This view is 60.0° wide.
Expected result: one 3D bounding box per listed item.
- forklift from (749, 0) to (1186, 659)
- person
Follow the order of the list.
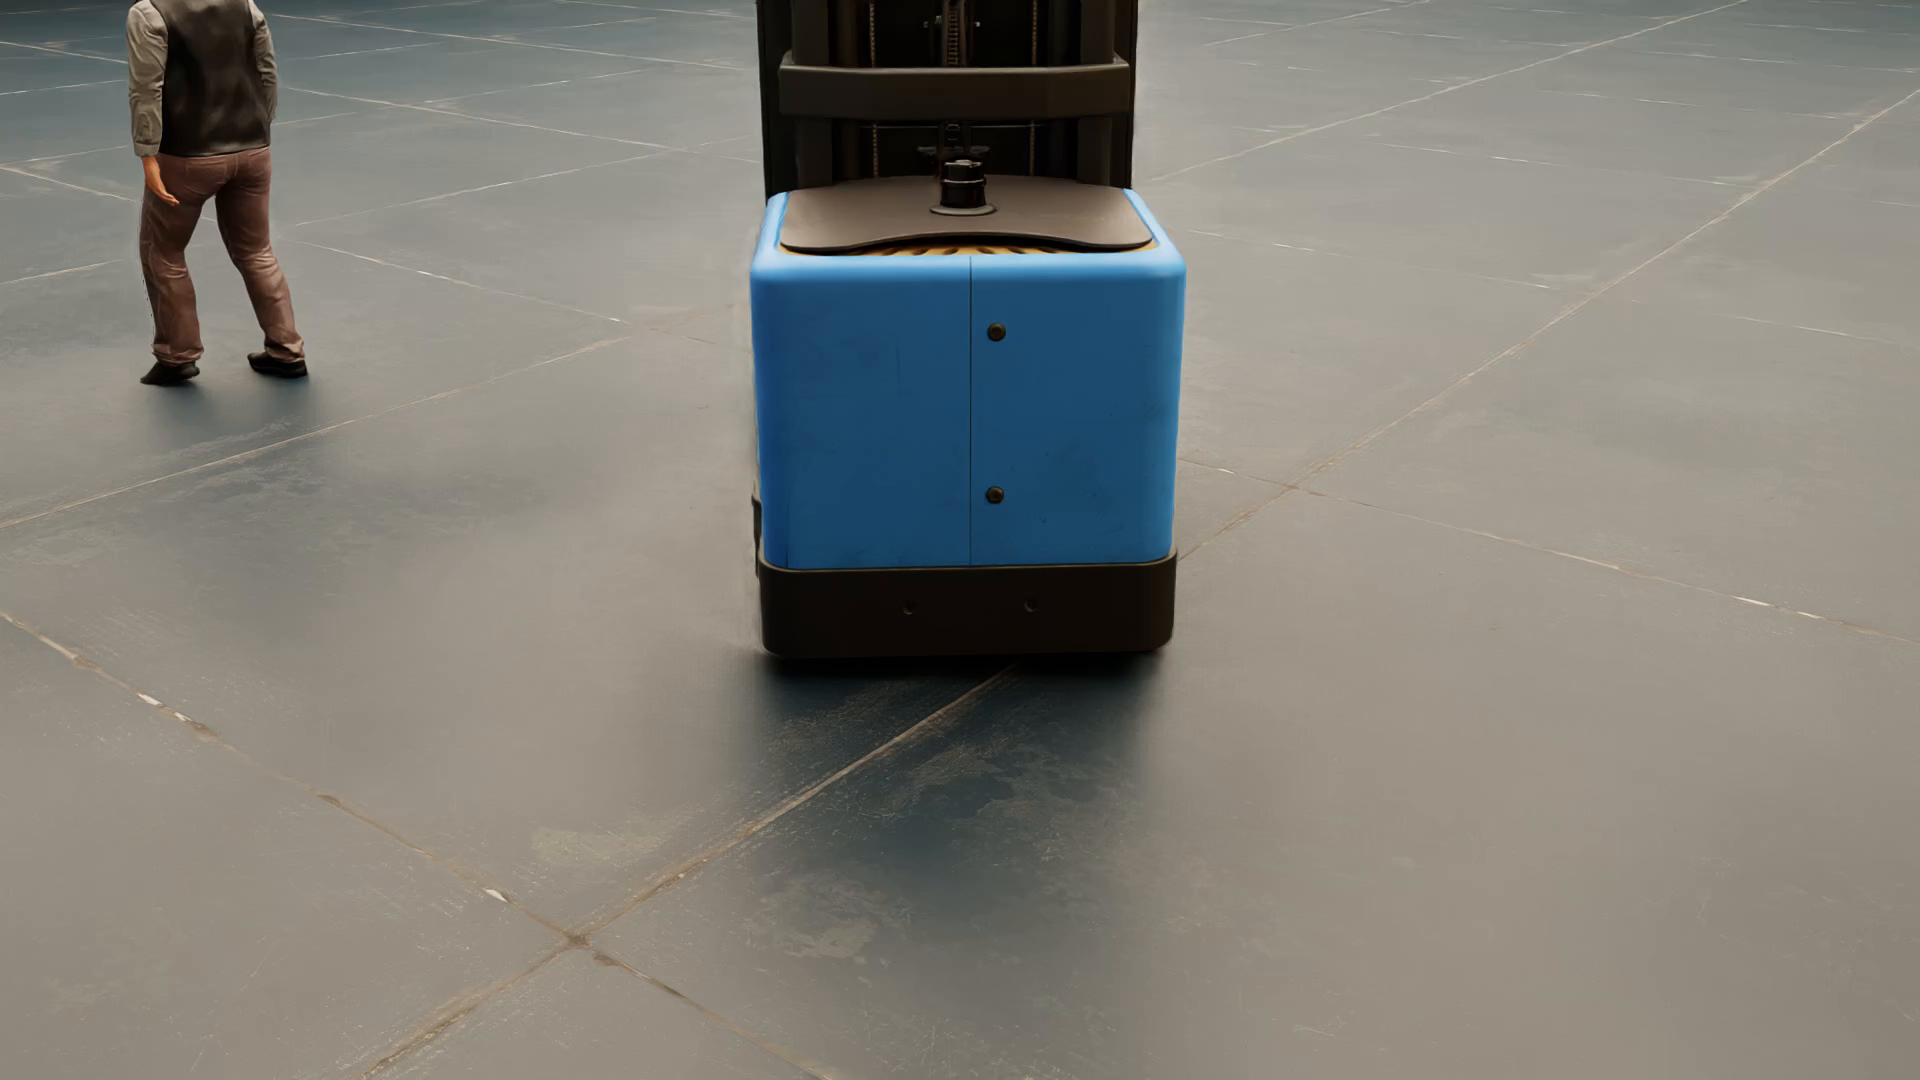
[{"bbox_3d":[-0.048,-1.591,4.999,1.130,2.935,3.031,-1,23,-3],"label":"forklift"},{"bbox_3d":[-2.835,-1.421,6.219,0.563,1.763,0.621,14,27,30],"label":"person"}]
